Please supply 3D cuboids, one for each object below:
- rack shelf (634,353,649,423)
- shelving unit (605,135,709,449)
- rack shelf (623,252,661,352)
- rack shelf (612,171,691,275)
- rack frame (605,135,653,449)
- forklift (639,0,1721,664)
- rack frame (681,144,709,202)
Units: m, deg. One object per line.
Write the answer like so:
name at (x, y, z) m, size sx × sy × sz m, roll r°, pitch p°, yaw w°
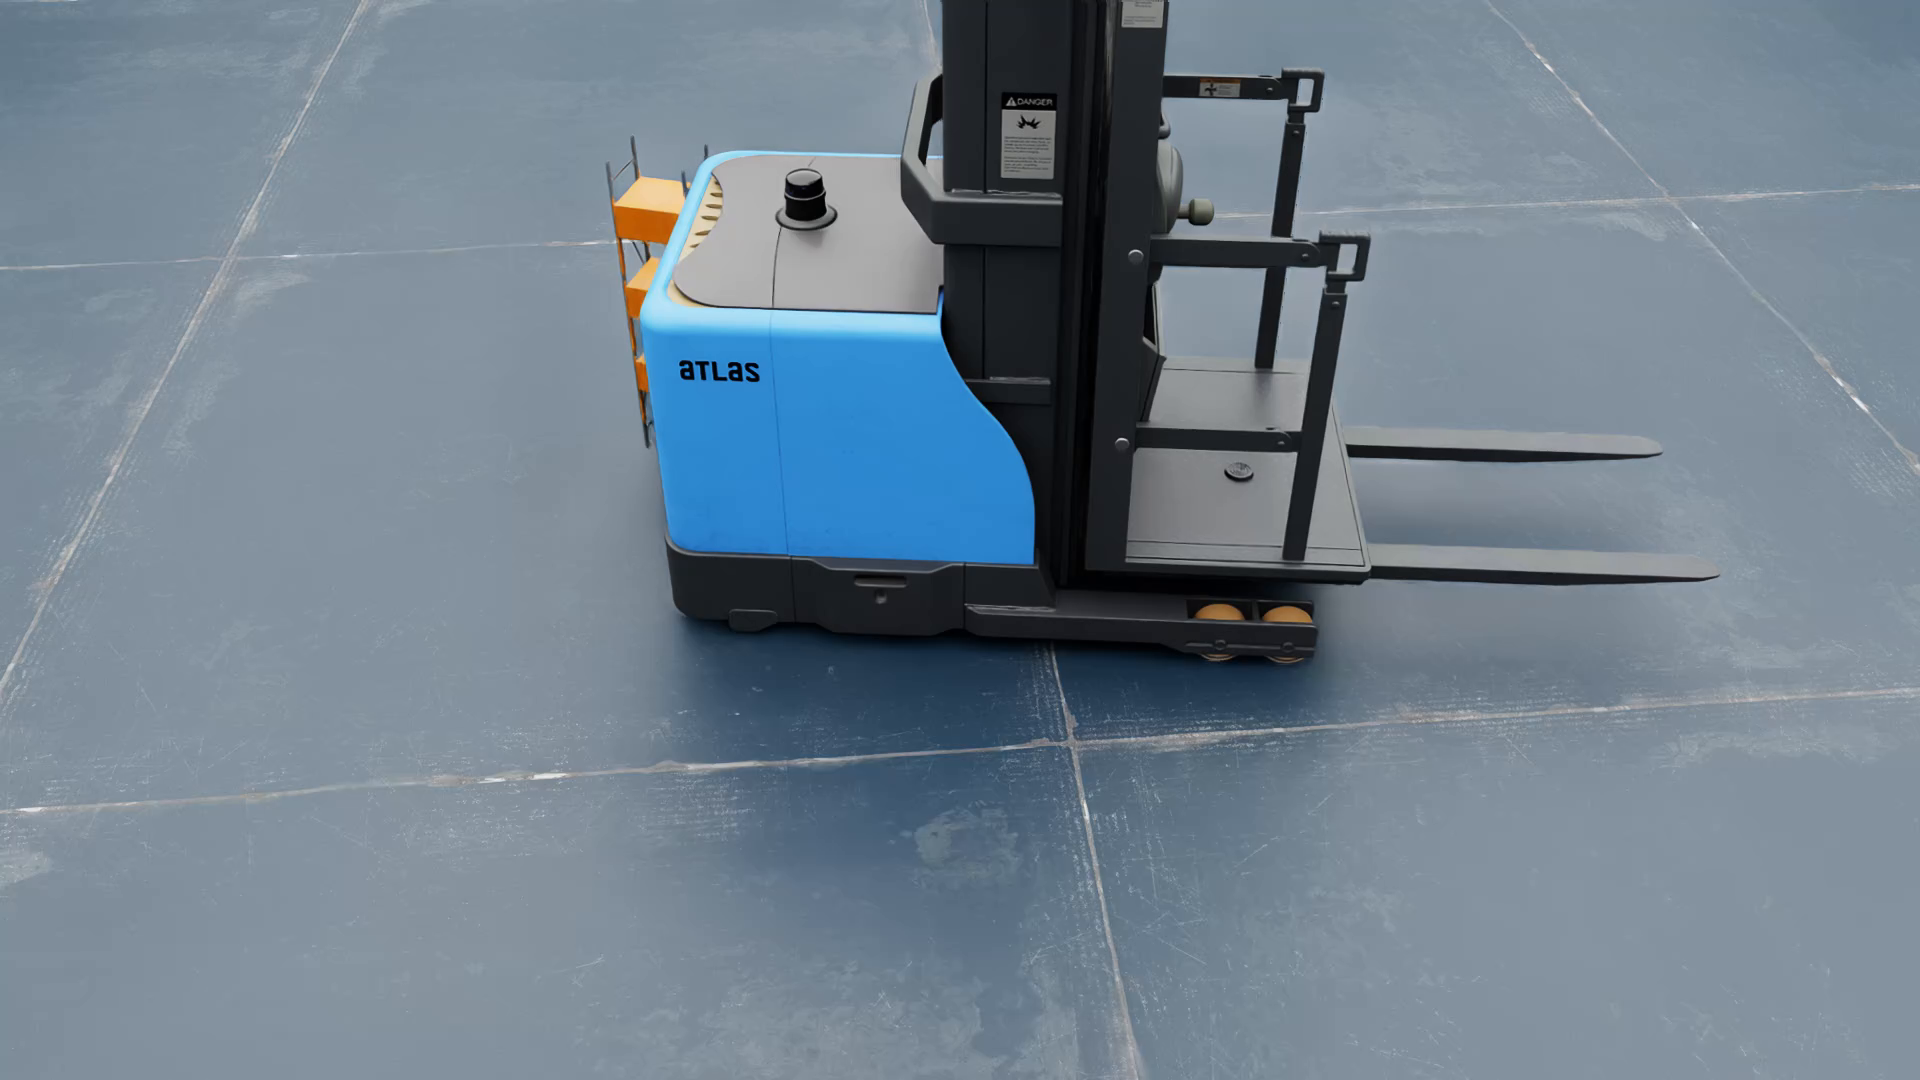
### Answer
rack shelf at (-0.919, -0.536, 5.547) m, size 0.240 × 0.259 × 0.215 m, roll 9°, pitch 39°, yaw 12°
shelving unit at (-0.919, -0.762, 5.368) m, size 0.252 × 1.050 × 0.215 m, roll 9°, pitch 39°, yaw 12°
rack shelf at (-0.919, -0.754, 5.375) m, size 0.240 × 0.259 × 0.215 m, roll 9°, pitch 39°, yaw 12°
rack shelf at (-0.919, -0.977, 5.199) m, size 0.240 × 0.259 × 0.215 m, roll 9°, pitch 39°, yaw 12°
rack frame at (-1.037, -0.782, 5.393) m, size 0.008 × 1.050 × 0.200 m, roll 9°, pitch 39°, yaw 12°
forklift at (0.689, -1.136, 4.324) m, size 3.031 × 2.935 × 1.130 m, roll 2°, pitch 38°, yaw 3°
rack frame at (-0.801, -0.743, 5.344) m, size 0.008 × 1.050 × 0.200 m, roll 9°, pitch 39°, yaw 12°
